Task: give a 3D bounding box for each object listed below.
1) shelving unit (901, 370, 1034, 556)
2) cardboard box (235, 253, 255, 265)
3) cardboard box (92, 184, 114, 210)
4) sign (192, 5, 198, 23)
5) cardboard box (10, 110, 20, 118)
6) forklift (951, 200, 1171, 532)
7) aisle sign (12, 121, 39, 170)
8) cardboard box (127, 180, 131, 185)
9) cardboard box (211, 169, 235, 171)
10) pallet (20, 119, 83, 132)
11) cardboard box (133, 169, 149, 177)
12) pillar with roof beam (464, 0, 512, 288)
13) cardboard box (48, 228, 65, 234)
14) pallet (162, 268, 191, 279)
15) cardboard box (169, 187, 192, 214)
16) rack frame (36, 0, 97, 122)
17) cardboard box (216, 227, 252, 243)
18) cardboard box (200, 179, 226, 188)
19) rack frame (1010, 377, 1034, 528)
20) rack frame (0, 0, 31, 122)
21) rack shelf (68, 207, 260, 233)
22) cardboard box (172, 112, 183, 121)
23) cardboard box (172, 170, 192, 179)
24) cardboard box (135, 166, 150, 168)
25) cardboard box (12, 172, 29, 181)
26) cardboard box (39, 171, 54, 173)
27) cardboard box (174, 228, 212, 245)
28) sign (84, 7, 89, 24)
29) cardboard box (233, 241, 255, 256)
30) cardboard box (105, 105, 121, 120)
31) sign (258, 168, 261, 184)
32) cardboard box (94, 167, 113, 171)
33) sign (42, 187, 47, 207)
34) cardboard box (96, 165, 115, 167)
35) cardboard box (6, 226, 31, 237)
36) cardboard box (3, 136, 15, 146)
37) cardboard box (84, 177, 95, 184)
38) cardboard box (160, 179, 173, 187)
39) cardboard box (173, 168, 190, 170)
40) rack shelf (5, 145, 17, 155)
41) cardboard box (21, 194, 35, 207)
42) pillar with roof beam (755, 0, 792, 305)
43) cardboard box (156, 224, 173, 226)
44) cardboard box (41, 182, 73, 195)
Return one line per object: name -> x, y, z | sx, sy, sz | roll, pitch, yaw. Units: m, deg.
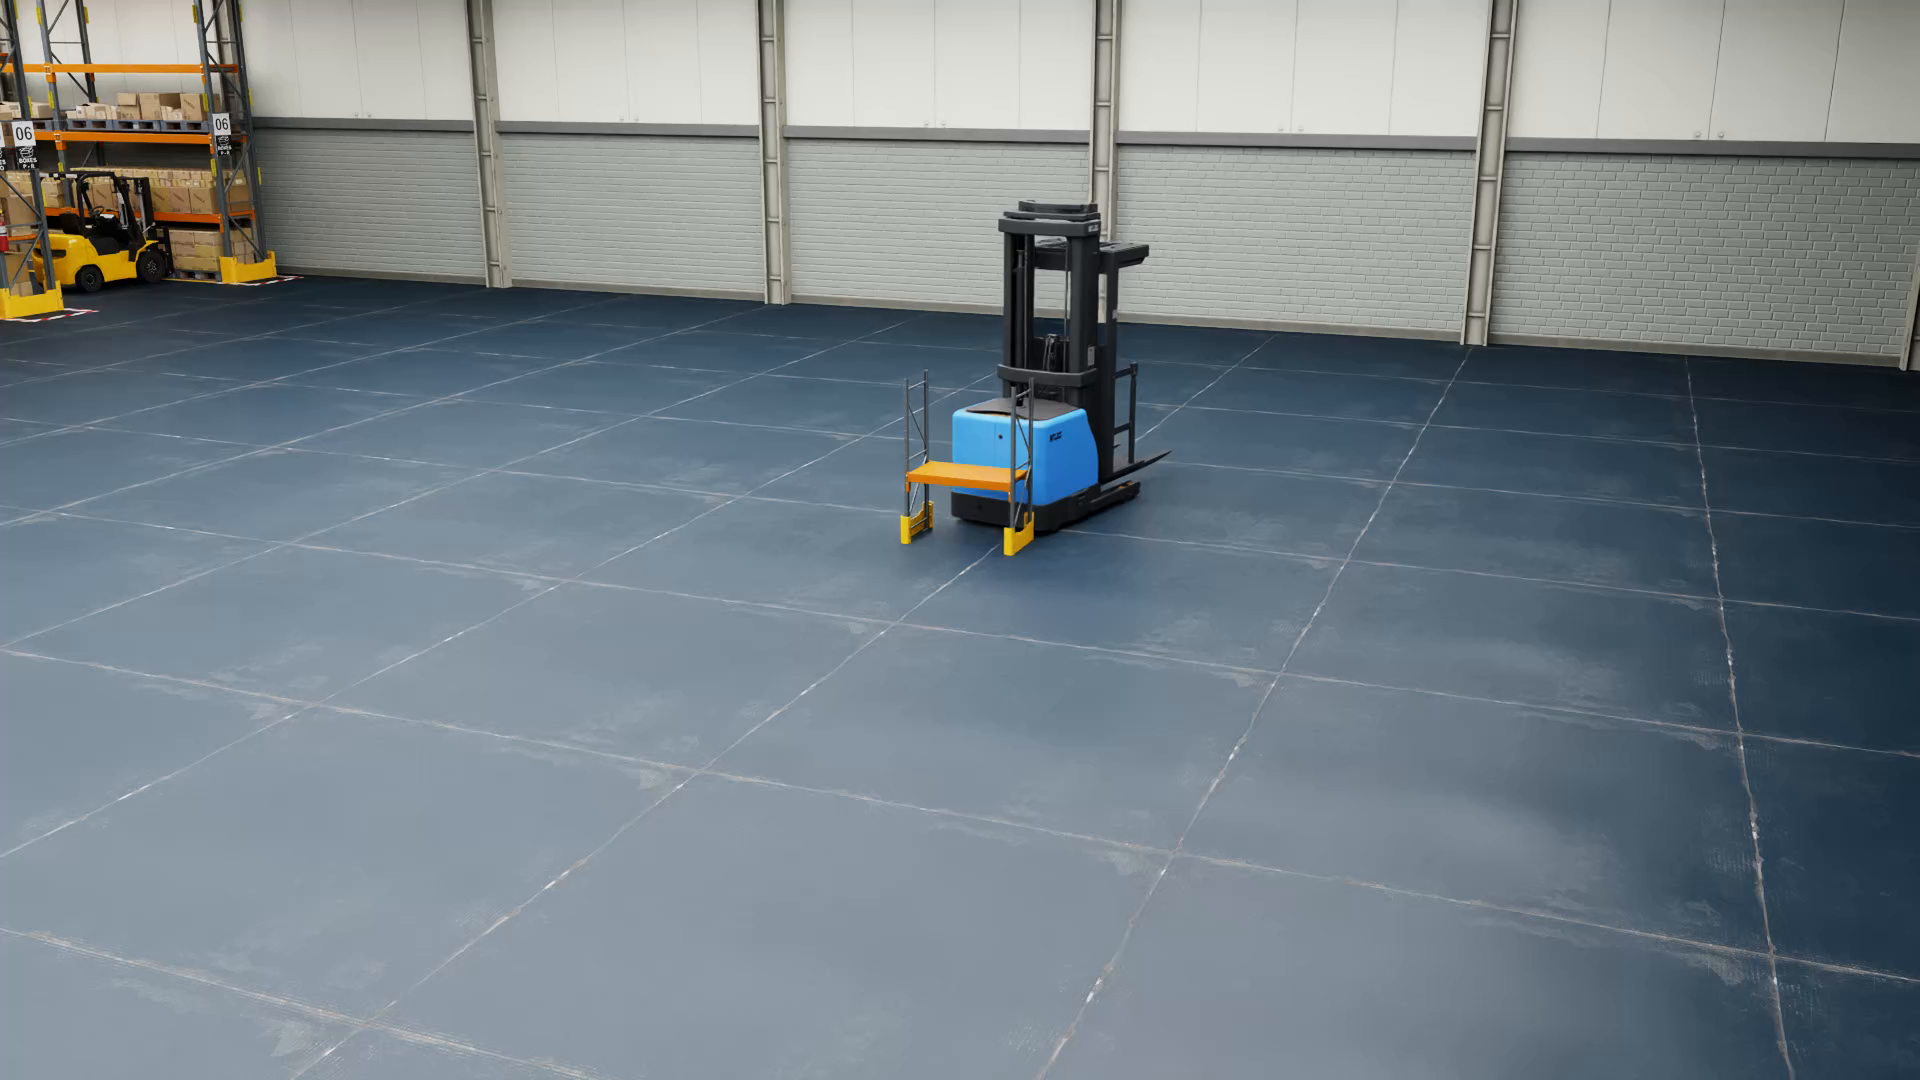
shelving unit -> 0.069, -0.712, 14.935 | 1.083, 1.500, 0.587 | 6, 17, 21
cardboard box -> -14.485, -5.592, 33.236 | 0.500, 0.250, 0.500 | 6, 17, 21
cardboard box -> -17.013, -6.905, 33.401 | 0.500, 0.500, 0.500 | 7, 17, 22
sign -> -14.312, -9.839, 31.106 | 0.005, 0.325, 0.100 | 6, 17, 21
cardboard box -> -18.955, -8.623, 33.633 | 0.250, 0.149, 0.380 | 6, 17, 20
forklift -> 1.141, -1.842, 16.262 | 1.130, 2.935, 3.031 | 10, 19, 32
aisle sign -> -15.746, -6.645, 28.020 | 0.004, 0.787, 0.394 | 6, 17, 21
cardboard box -> -16.440, -7.140, 33.044 | 0.250, 0.149, 0.380 | 6, 17, 19
cardboard box -> -14.558, -7.246, 32.876 | 0.250, 0.149, 0.380 | 7, 18, 23
pallet -> -18.646, -8.455, 33.881 | 1.217, 0.209, 0.805 | 6, 17, 18
cardboard box -> -16.167, -7.280, 32.995 | 0.250, 0.149, 0.380 | 6, 17, 21
pillar with roof beam -> -10.415, -8.066, 26.817 | 0.400, 9.000, 9.100 | 6, 17, 21
cardboard box -> -18.310, -6.131, 34.419 | 0.625, 0.625, 0.875 | 7, 18, 23
pallet -> -15.957, -5.464, 33.616 | 1.213, 0.211, 1.003 | 6, 17, 21
cardboard box -> -15.133, -6.696, 32.679 | 0.500, 0.500, 0.500 | 7, 18, 22
rack frame -> -17.821, -9.901, 33.136 | 0.127, 3.000, 1.000 | 6, 17, 21
cardboard box -> -14.477, -6.070, 33.087 | 0.500, 0.250, 0.500 | 6, 17, 20
cardboard box -> -14.525, -6.933, 32.331 | 0.250, 0.149, 0.380 | 7, 17, 21
rack frame -> 0.549, -0.658, 14.749 | 0.032, 1.500, 0.500 | 6, 17, 21
rack frame -> -15.917, -8.204, 27.291 | 0.127, 3.000, 1.000 | 6, 17, 21
rack shelf -> -15.960, -6.469, 33.368 | 4.000, 0.370, 1.077 | 6, 17, 21
cardboard box -> -14.982, -8.186, 32.128 | 0.250, 0.149, 0.380 | 6, 17, 19
cardboard box -> -15.209, -7.176, 32.637 | 0.250, 0.149, 0.380 | 6, 17, 21
cardboard box -> -16.454, -7.466, 33.636 | 0.250, 0.149, 0.380 | 6, 17, 20
cardboard box -> -19.189, -7.452, 34.121 | 0.250, 0.149, 0.380 | 6, 17, 19
cardboard box -> -18.999, -7.590, 34.596 | 0.250, 0.149, 0.380 | 6, 17, 21
cardboard box -> -15.120, -5.989, 32.807 | 0.500, 0.250, 0.500 | 7, 17, 22
sign -> -17.594, -10.567, 33.471 | 0.005, 0.325, 0.100 | 6, 17, 21
cardboard box -> -14.461, -5.834, 33.170 | 0.500, 0.250, 0.500 | 7, 17, 22
cardboard box -> -16.551, -8.415, 32.707 | 0.258, 0.266, 0.396 | 6, 17, 19
sign -> -13.890, -7.207, 32.925 | 0.005, 0.325, 0.100 | 6, 17, 21
cardboard box -> -17.116, -7.385, 33.356 | 0.250, 0.149, 0.380 | 6, 17, 20
sign -> -15.718, -5.879, 28.492 | 0.005, 0.325, 0.100 | 6, 17, 21
cardboard box -> -17.413, -7.568, 33.984 | 0.250, 0.149, 0.380 | 6, 17, 21
cardboard box -> -16.157, -5.290, 28.467 | 0.250, 0.149, 0.380 | 6, 17, 21
cardboard box -> -16.107, -6.761, 28.151 | 0.250, 0.149, 0.380 | 6, 17, 21
cardboard box -> -17.379, -7.252, 33.431 | 0.250, 0.149, 0.380 | 7, 17, 22
cardboard box -> -15.485, -7.037, 32.690 | 0.250, 0.149, 0.380 | 6, 17, 19
cardboard box -> -15.503, -7.363, 33.281 | 0.250, 0.149, 0.380 | 6, 17, 19
rack shelf -> -17.778, -6.622, 28.514 | 4.000, 0.370, 1.077 | 6, 17, 21
cardboard box -> -18.855, -6.981, 34.110 | 0.500, 0.250, 0.500 | 6, 17, 20
pillar with roof beam -> -4.833, -7.452, 24.703 | 0.400, 9.000, 9.100 | 6, 17, 21
cardboard box -> -16.349, -6.278, 33.802 | 0.500, 0.250, 0.500 | 6, 17, 21
cardboard box -> -18.371, -7.172, 33.869 | 0.500, 0.250, 0.500 | 6, 17, 19
